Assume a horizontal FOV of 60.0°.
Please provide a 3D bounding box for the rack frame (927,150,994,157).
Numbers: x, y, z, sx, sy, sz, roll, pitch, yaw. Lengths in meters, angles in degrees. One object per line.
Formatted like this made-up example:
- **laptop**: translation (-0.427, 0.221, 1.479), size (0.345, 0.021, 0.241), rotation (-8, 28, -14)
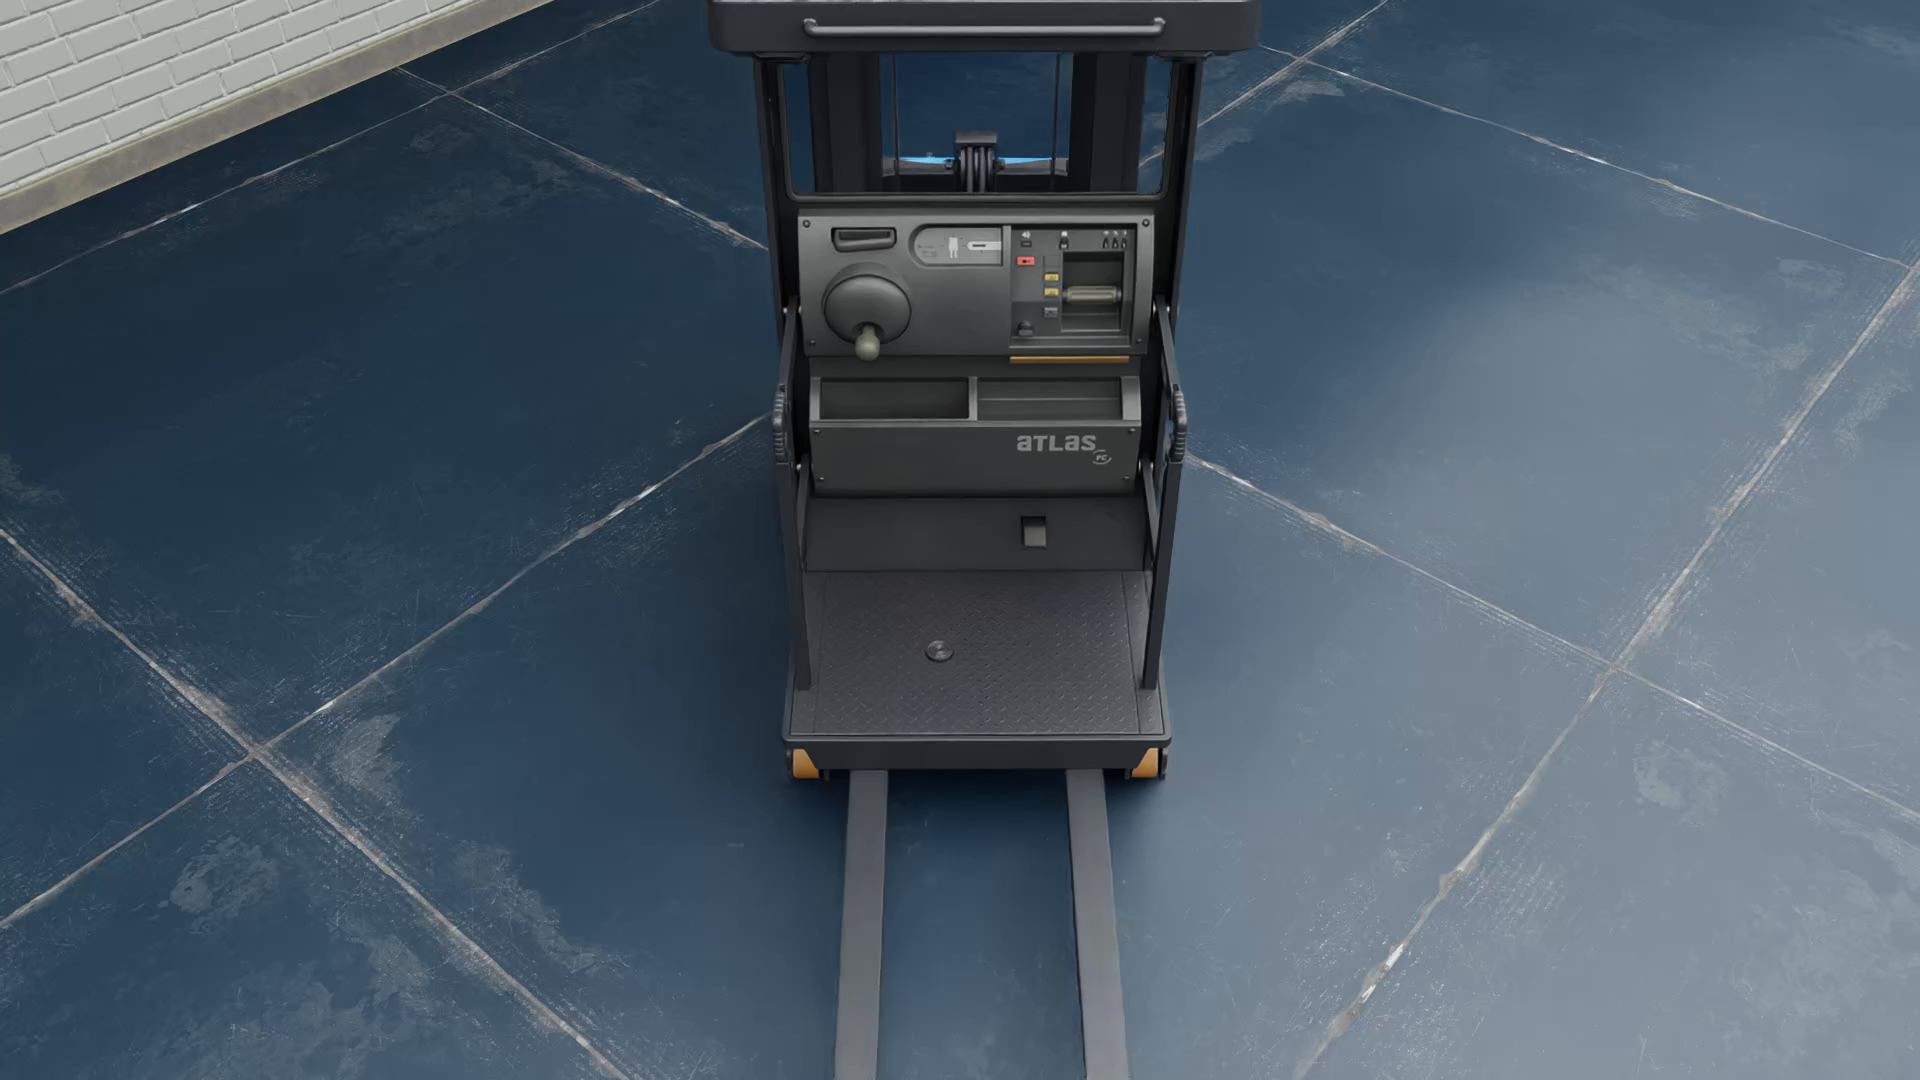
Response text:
- **rack frame**: translation (-0.002, -1.027, 6.213), size (0.240, 0.900, 0.006), rotation (2, 37, 3)

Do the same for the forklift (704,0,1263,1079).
- **forklift**: translation (0.045, -0.586, 4.216), size (1.130, 2.935, 3.031), rotation (0, 42, 0)

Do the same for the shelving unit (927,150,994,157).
- **shelving unit**: translation (-0.009, -0.967, 6.132), size (0.258, 0.900, 0.210), rotation (2, 37, 3)
